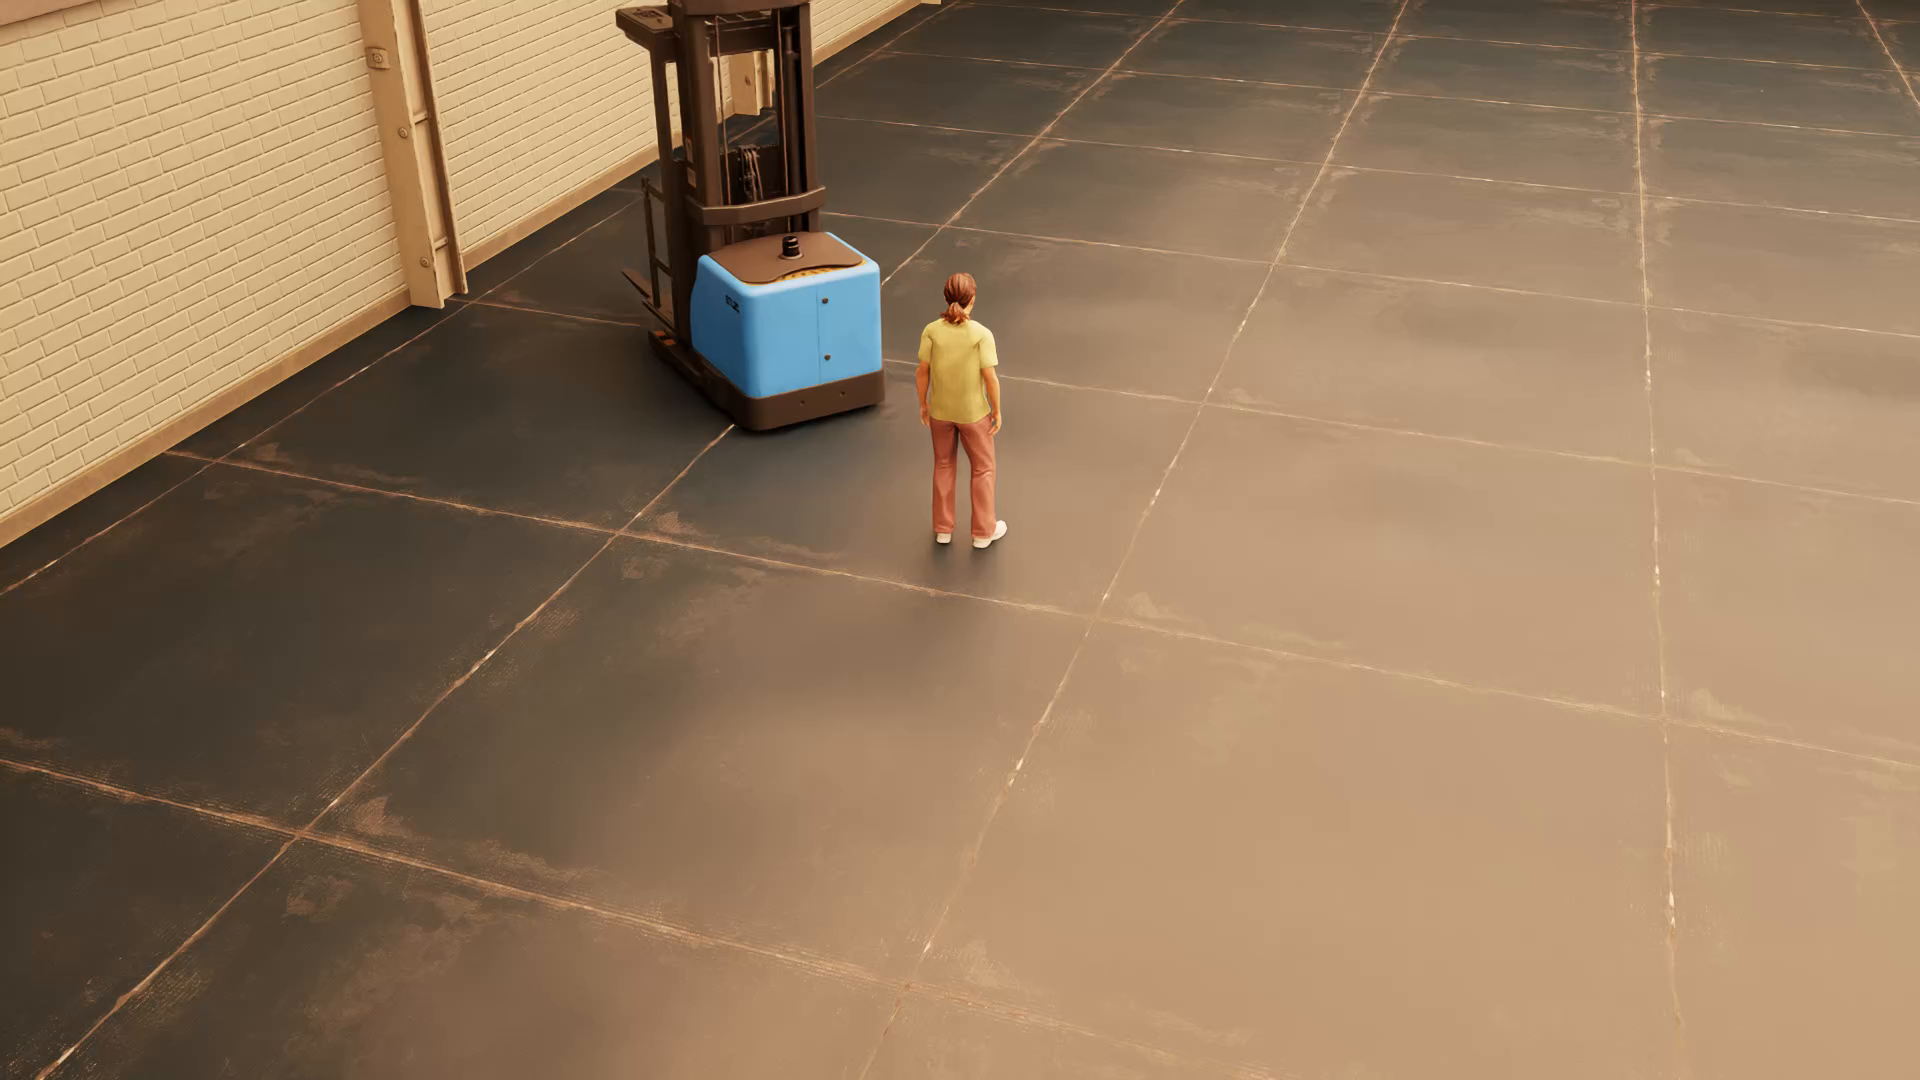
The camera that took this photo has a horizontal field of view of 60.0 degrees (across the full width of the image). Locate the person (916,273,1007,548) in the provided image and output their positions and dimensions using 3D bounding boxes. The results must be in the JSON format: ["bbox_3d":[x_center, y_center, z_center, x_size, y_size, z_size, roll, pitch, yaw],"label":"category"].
[{"bbox_3d":[0.004,-0.746,9.716,0.501,1.672,0.361,9,31,15],"label":"person"}]

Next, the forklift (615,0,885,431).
[{"bbox_3d":[-1.699,-2.710,11.891,1.130,2.935,3.031,-16,33,-26],"label":"forklift"}]
